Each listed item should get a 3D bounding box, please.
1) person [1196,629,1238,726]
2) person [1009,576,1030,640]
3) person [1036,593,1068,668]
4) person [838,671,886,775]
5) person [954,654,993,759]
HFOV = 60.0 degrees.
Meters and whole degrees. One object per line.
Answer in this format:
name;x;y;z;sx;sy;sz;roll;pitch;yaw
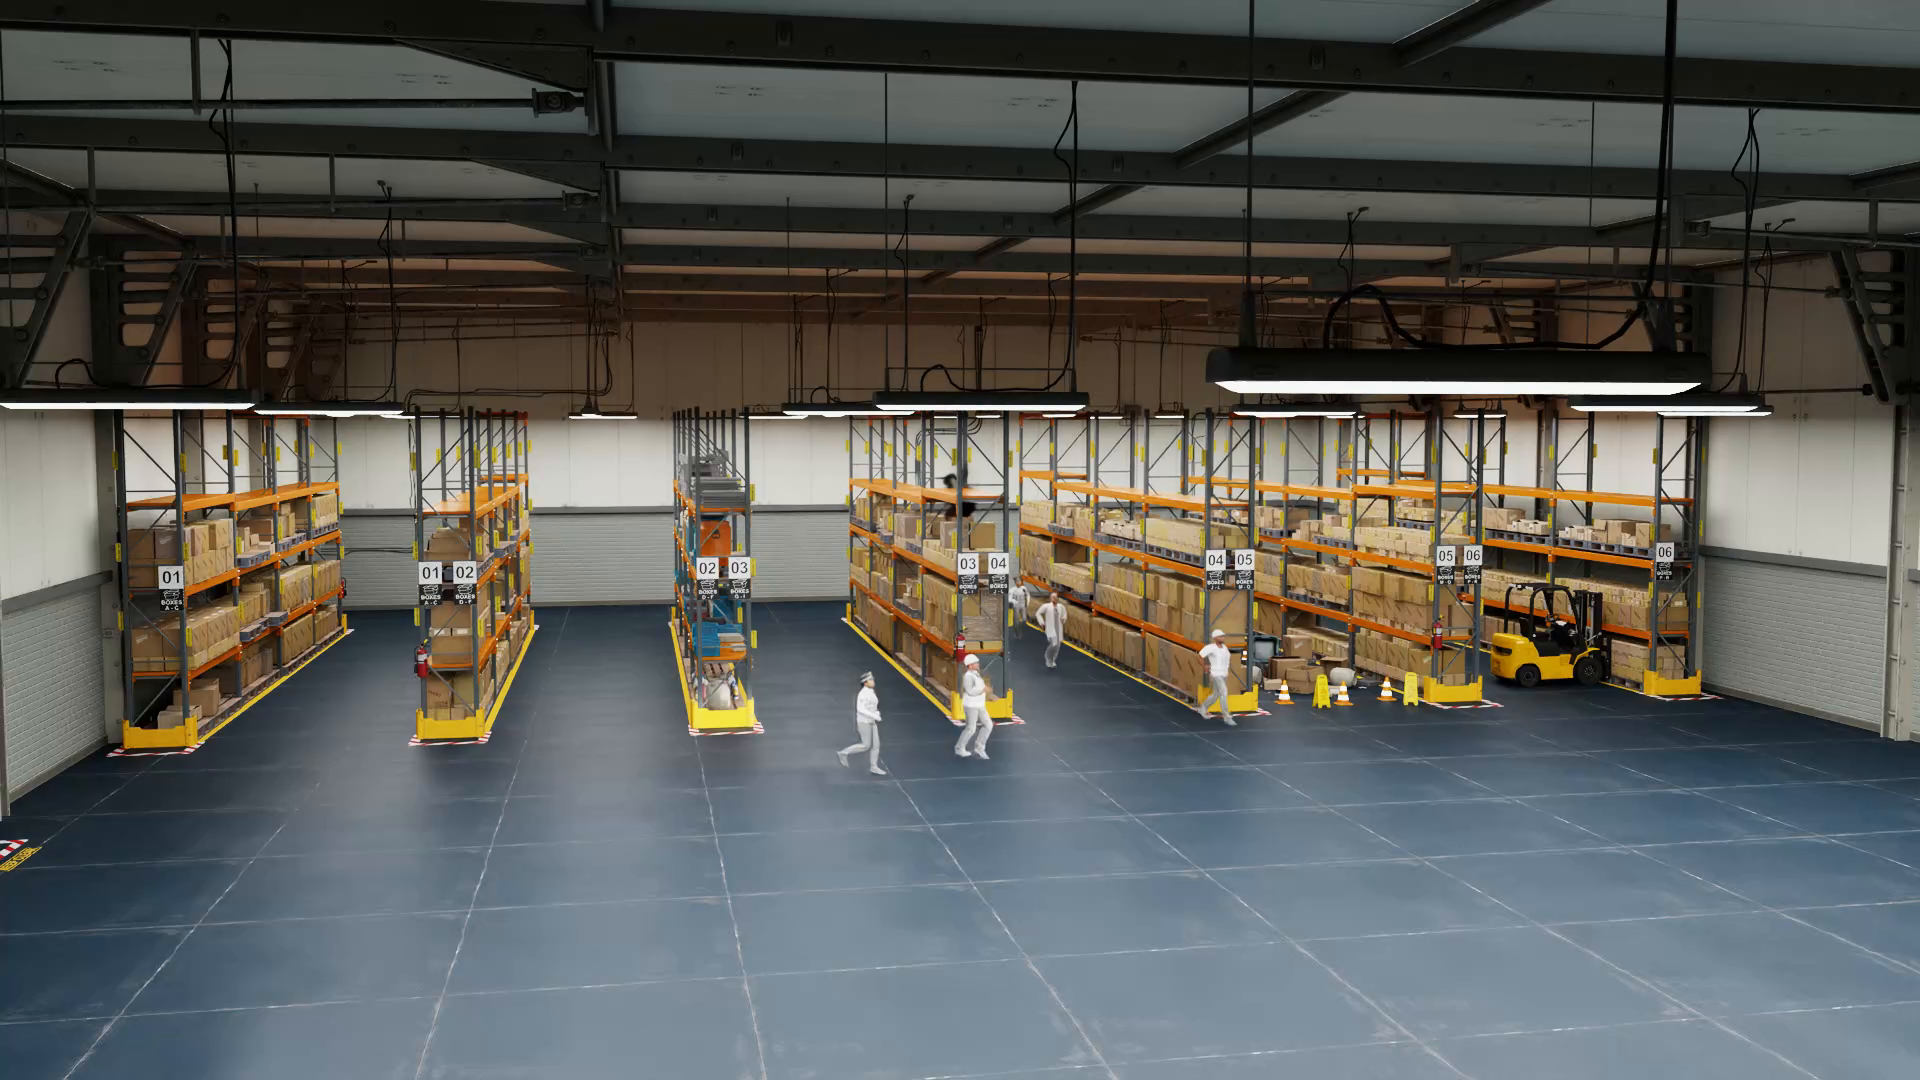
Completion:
person;4.932;2.588;31.585;0.919;1.781;0.756;3;5;38
person;1.562;1.784;43.703;0.619;1.685;0.644;-1;4;-7
person;2.186;2.096;38.514;0.682;1.743;0.702;-2;4;-22
person;-1.574;2.973;27.091;0.781;1.695;0.624;1;4;12
person;0.256;2.839;28.182;0.711;1.814;0.637;2;4;21
